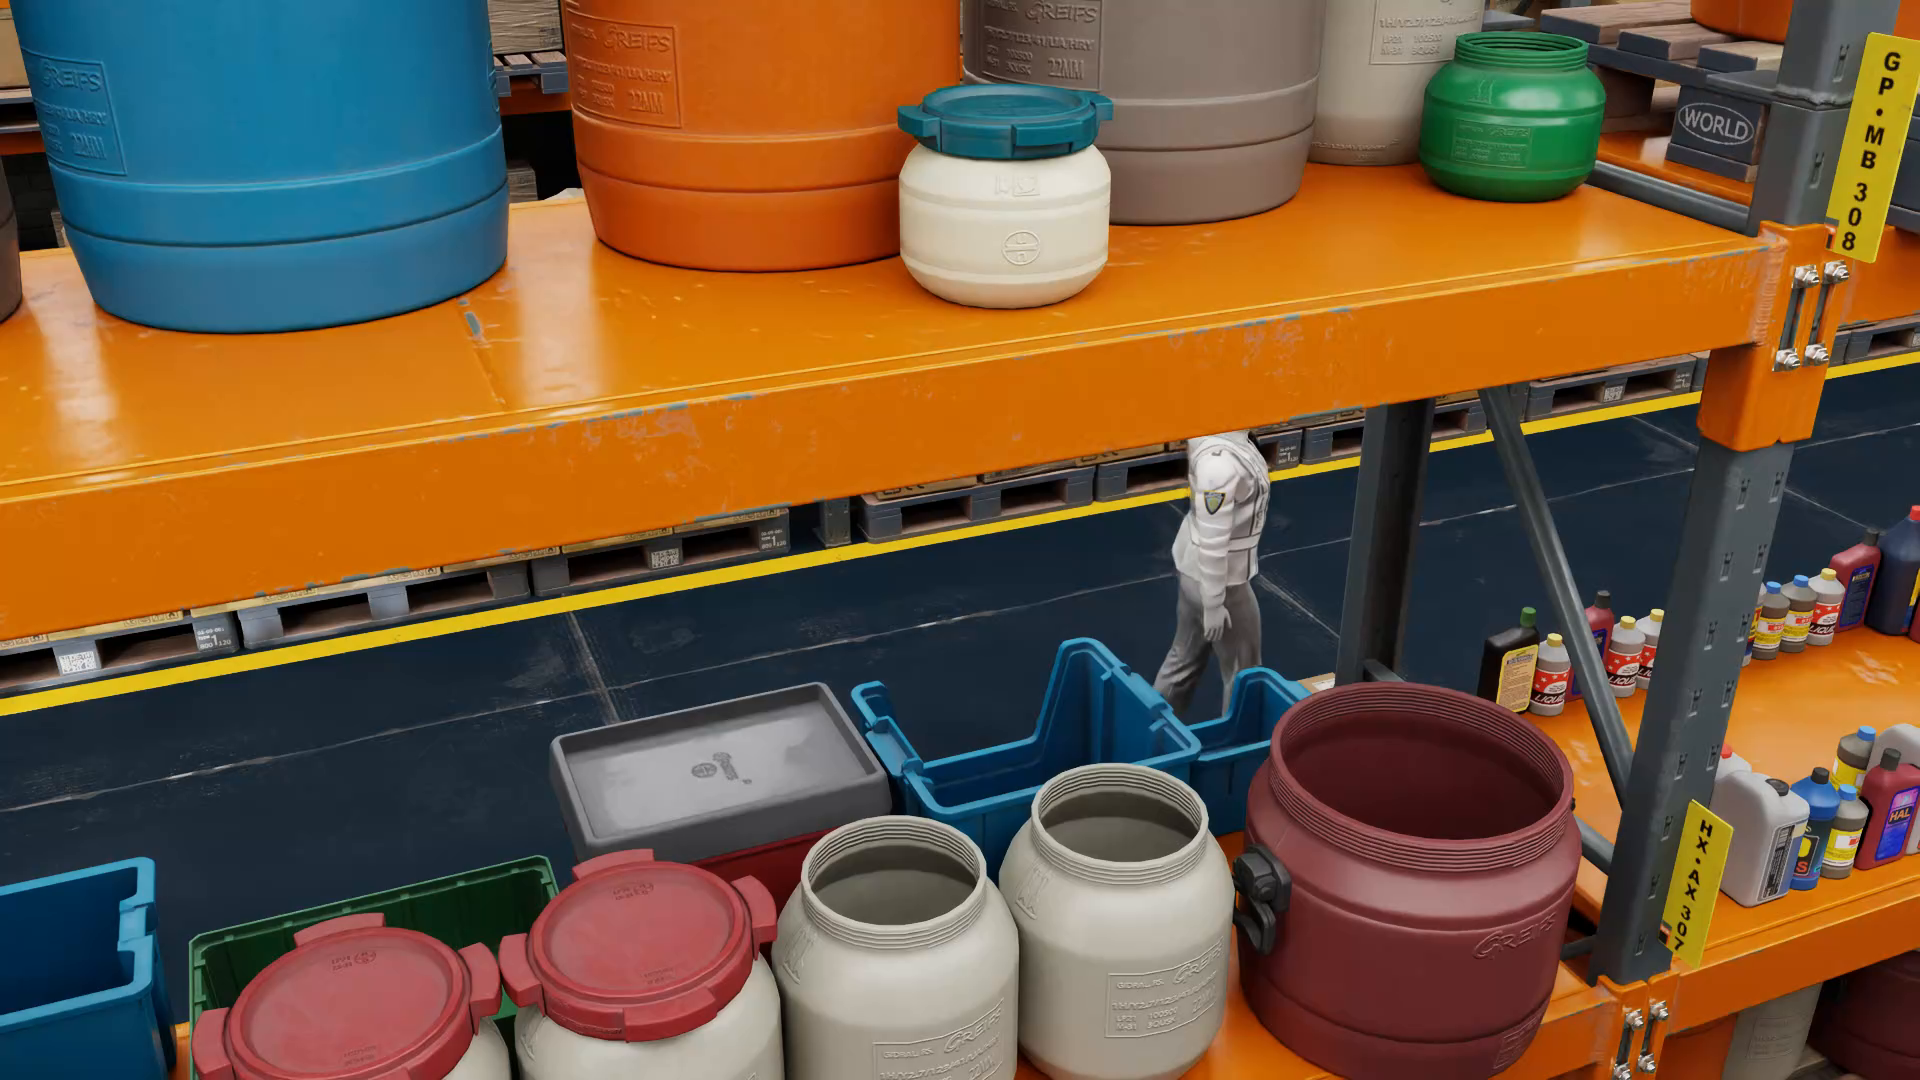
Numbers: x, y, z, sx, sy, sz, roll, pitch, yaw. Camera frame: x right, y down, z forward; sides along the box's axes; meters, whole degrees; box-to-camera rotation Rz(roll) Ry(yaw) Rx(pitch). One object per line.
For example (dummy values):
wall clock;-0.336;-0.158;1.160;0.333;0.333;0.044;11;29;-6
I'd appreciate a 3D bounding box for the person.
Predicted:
person;0.997;0.121;5.837;0.627;1.667;0.476;1;26;2
